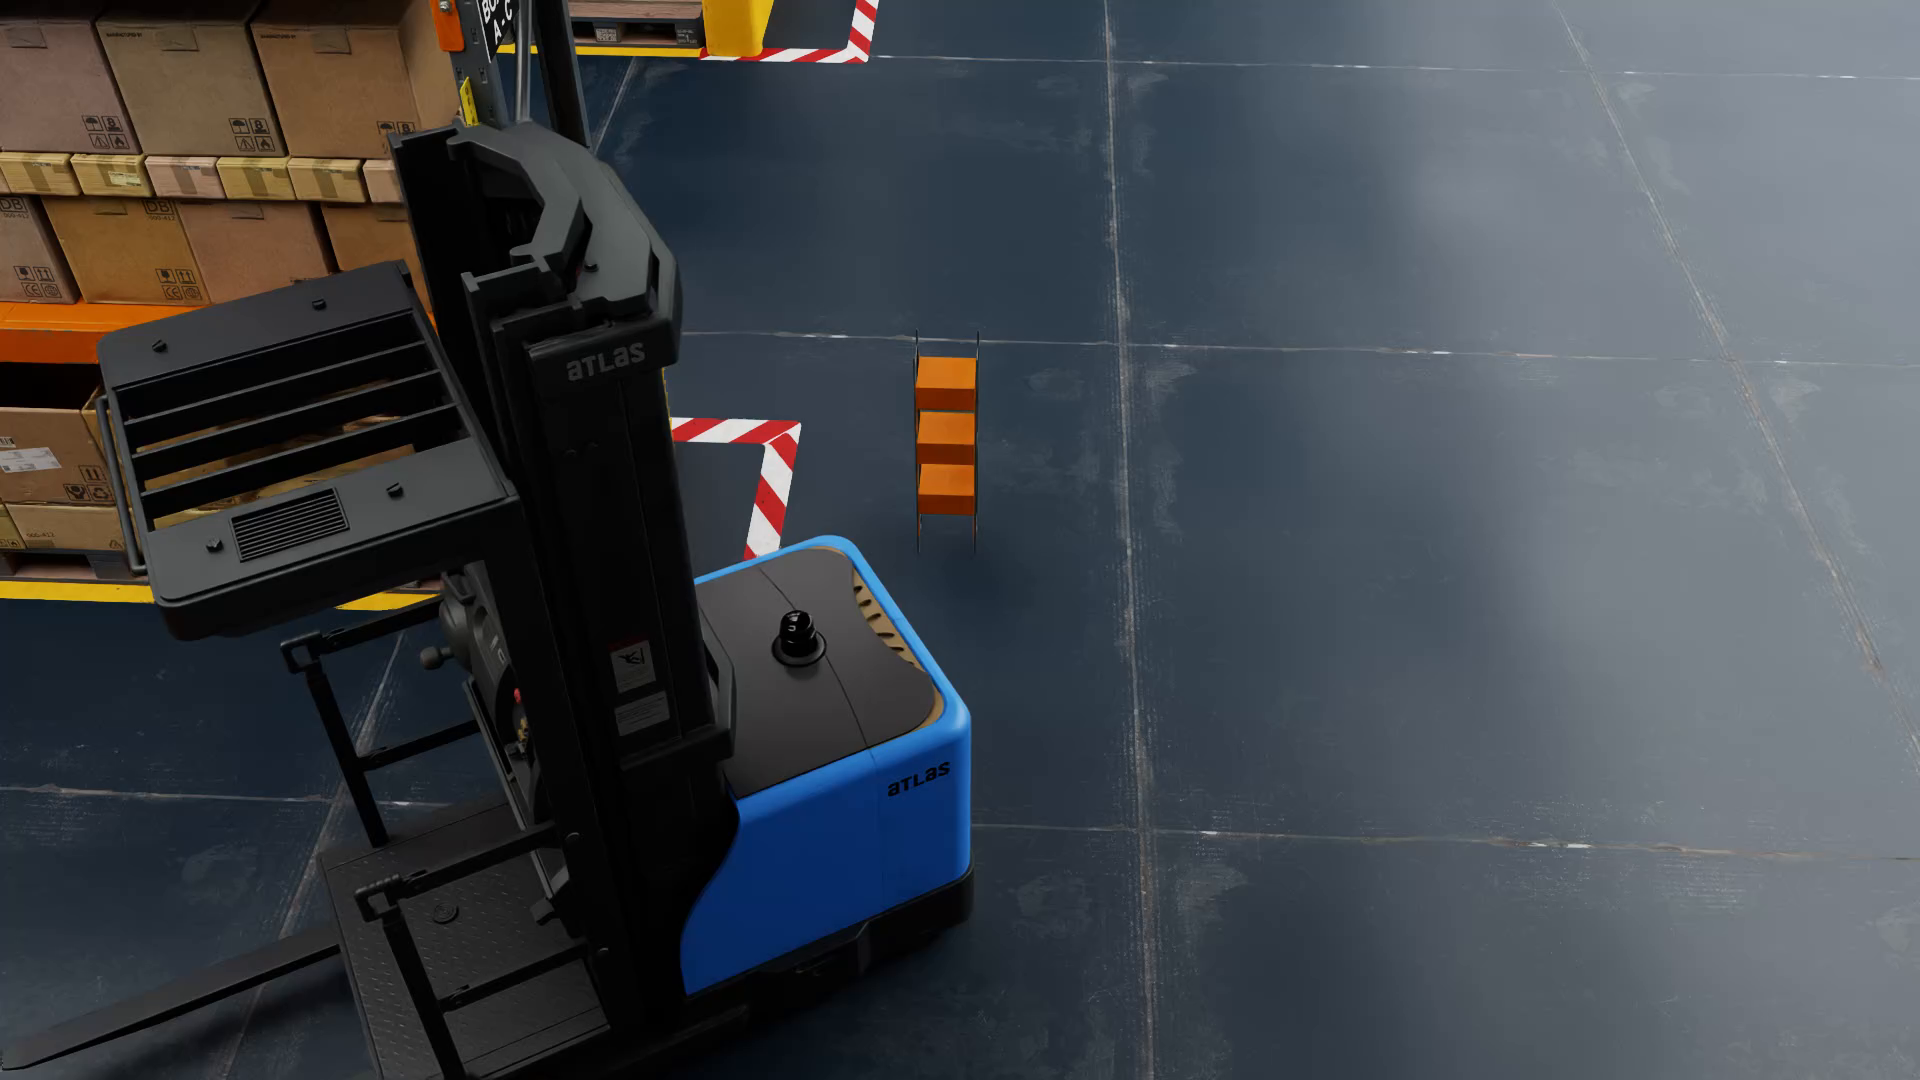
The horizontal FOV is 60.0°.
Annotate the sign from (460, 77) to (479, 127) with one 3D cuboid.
[{"bbox_3d":[-1.601,-1.356,5.482,0.005,0.325,0.100,2,43,2],"label":"sign"}]

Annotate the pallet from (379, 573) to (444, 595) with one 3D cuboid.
[{"bbox_3d":[-2.328,-0.189,7.298,1.213,0.211,1.003,2,43,2],"label":"pallet"}]

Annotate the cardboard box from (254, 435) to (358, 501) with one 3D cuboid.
[{"bbox_3d":[-2.611,-0.185,6.957,0.500,0.250,0.500,2,43,2],"label":"cardboard box"}]

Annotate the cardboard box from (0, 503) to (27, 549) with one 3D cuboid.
[{"bbox_3d":[-4.110,-0.227,7.002,0.500,0.250,0.500,2,43,2],"label":"cardboard box"}]

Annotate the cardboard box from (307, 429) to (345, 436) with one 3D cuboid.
[{"bbox_3d":[-2.588,-0.543,7.341,0.500,0.250,0.500,2,43,2],"label":"cardboard box"}]

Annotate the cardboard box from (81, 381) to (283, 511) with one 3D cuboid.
[{"bbox_3d":[-3.111,-0.471,6.714,0.500,0.500,0.500,2,43,2],"label":"cardboard box"}]

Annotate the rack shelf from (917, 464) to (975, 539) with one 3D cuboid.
[{"bbox_3d":[-0.053,-0.175,7.091,0.240,0.259,0.215,2,43,2],"label":"rack shelf"}]

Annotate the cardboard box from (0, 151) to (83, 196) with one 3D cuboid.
[{"bbox_3d":[-3.246,-1.409,6.013,0.250,0.149,0.380,3,43,3],"label":"cardboard box"}]

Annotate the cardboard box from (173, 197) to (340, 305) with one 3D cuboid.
[{"bbox_3d":[-2.553,-1.287,6.358,0.500,0.500,0.700,3,43,3],"label":"cardboard box"}]

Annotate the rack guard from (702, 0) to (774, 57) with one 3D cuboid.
[{"bbox_3d":[-1.414,-3.643,10.794,0.348,0.500,1.175,2,43,2],"label":"rack guard"}]

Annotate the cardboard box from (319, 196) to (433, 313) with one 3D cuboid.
[{"bbox_3d":[-2.028,-1.274,6.344,0.500,0.500,0.700,2,43,2],"label":"cardboard box"}]

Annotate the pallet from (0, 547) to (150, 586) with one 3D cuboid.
[{"bbox_3d":[-3.544,-0.229,7.341,1.213,0.211,1.003,2,43,2],"label":"pallet"}]

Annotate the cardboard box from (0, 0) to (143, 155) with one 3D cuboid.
[{"bbox_3d":[-3.110,-1.778,5.933,0.500,0.500,0.700,2,43,2],"label":"cardboard box"}]

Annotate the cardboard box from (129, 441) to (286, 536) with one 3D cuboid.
[{"bbox_3d":[-3.111,-0.199,6.972,0.500,0.250,0.500,2,43,2],"label":"cardboard box"}]

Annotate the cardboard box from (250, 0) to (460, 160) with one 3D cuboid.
[{"bbox_3d":[-2.081,-1.751,5.903,0.500,0.500,0.700,2,43,2],"label":"cardboard box"}]

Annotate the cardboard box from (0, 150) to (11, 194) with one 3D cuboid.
[{"bbox_3d":[-3.502,-1.417,6.021,0.250,0.149,0.380,1,43,1],"label":"cardboard box"}]

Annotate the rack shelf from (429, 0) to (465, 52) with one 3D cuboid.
[{"bbox_3d":[-3.560,-2.110,5.642,4.000,0.370,1.077,2,43,2],"label":"rack shelf"}]

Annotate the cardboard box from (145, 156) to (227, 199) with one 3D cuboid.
[{"bbox_3d":[-2.721,-1.395,5.997,0.250,0.149,0.380,2,43,2],"label":"cardboard box"}]

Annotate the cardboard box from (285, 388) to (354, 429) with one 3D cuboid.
[{"bbox_3d":[-2.588,-0.819,7.087,0.500,0.500,0.500,2,43,2],"label":"cardboard box"}]

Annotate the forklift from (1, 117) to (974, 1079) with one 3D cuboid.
[{"bbox_3d":[-1.500,0.427,4.641,3.031,2.935,1.130,-19,46,-20],"label":"forklift"}]

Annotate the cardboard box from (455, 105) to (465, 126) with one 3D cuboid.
[{"bbox_3d":[-1.945,-1.647,6.268,0.250,0.149,0.380,1,43,2],"label":"cardboard box"}]

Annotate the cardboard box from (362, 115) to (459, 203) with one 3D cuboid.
[{"bbox_3d":[-1.953,-1.371,5.971,0.250,0.149,0.380,1,43,1],"label":"cardboard box"}]

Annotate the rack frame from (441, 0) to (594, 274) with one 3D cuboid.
[{"bbox_3d":[-1.562,-1.215,6.353,0.127,3.000,1.000,2,43,2],"label":"rack frame"}]

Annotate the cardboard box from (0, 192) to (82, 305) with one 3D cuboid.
[{"bbox_3d":[-3.575,-1.320,6.393,0.500,0.500,0.700,3,43,3],"label":"cardboard box"}]

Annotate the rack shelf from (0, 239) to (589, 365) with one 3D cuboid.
[{"bbox_3d":[-3.560,-1.013,6.664,4.000,0.370,1.077,2,43,2],"label":"rack shelf"}]

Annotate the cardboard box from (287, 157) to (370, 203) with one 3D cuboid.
[{"bbox_3d":[-2.214,-1.378,5.979,0.250,0.149,0.380,3,43,3],"label":"cardboard box"}]

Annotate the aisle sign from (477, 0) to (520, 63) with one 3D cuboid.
[{"bbox_3d":[-1.510,-1.964,5.250,0.004,0.787,0.394,2,43,2],"label":"aisle sign"}]

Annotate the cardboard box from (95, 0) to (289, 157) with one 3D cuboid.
[{"bbox_3d":[-2.607,-1.763,5.917,0.500,0.500,0.700,1,43,1],"label":"cardboard box"}]

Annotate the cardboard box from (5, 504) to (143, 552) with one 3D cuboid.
[{"bbox_3d":[-3.610,-0.215,6.990,0.500,0.250,0.500,2,43,2],"label":"cardboard box"}]

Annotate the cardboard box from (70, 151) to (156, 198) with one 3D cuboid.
[{"bbox_3d":[-2.983,-1.402,6.006,0.250,0.149,0.380,3,43,3],"label":"cardboard box"}]

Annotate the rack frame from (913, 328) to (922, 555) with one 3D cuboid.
[{"bbox_3d":[-0.175,-0.390,6.898,0.008,1.050,0.200,2,43,2],"label":"rack frame"}]

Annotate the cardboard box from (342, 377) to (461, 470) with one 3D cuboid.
[{"bbox_3d":[-2.112,-0.450,6.692,0.500,0.500,0.500,2,43,2],"label":"cardboard box"}]

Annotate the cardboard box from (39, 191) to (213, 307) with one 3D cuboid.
[{"bbox_3d":[-3.049,-1.306,6.378,0.500,0.500,0.700,2,43,2],"label":"cardboard box"}]

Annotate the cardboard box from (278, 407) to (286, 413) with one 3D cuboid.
[{"bbox_3d":[-3.088,-0.825,7.094,0.500,0.500,0.500,2,43,2],"label":"cardboard box"}]

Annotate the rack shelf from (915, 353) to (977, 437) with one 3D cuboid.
[{"bbox_3d":[-0.053,-0.586,6.708,0.240,0.259,0.215,2,43,2],"label":"rack shelf"}]

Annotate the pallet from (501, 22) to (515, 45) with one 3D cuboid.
[{"bbox_3d":[-3.440,-3.605,10.965,1.213,0.211,1.003,2,43,2],"label":"pallet"}]

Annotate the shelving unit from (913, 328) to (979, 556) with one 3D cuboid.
[{"bbox_3d":[-0.053,-0.386,6.894,0.252,1.050,0.215,2,43,2],"label":"shelving unit"}]

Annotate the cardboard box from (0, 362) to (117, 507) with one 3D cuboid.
[{"bbox_3d":[-3.611,-0.487,6.732,0.500,0.500,0.500,2,43,2],"label":"cardboard box"}]

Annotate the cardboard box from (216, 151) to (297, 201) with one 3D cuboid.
[{"bbox_3d":[-2.470,-1.385,5.987,0.250,0.149,0.380,1,43,1],"label":"cardboard box"}]

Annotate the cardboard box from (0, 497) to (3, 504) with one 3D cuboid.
[{"bbox_3d":[-4.110,-0.501,6.747,0.500,0.500,0.500,2,43,2],"label":"cardboard box"}]

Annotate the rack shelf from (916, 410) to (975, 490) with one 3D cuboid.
[{"bbox_3d":[-0.053,-0.378,6.901,0.240,0.259,0.215,2,43,2],"label":"rack shelf"}]

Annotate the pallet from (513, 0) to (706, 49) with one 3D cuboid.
[{"bbox_3d":[-2.225,-3.566,10.923,1.213,0.211,1.003,2,43,2],"label":"pallet"}]

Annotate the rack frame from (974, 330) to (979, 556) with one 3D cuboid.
[{"bbox_3d":[0.068,-0.382,6.890,0.008,1.050,0.200,2,43,2],"label":"rack frame"}]
